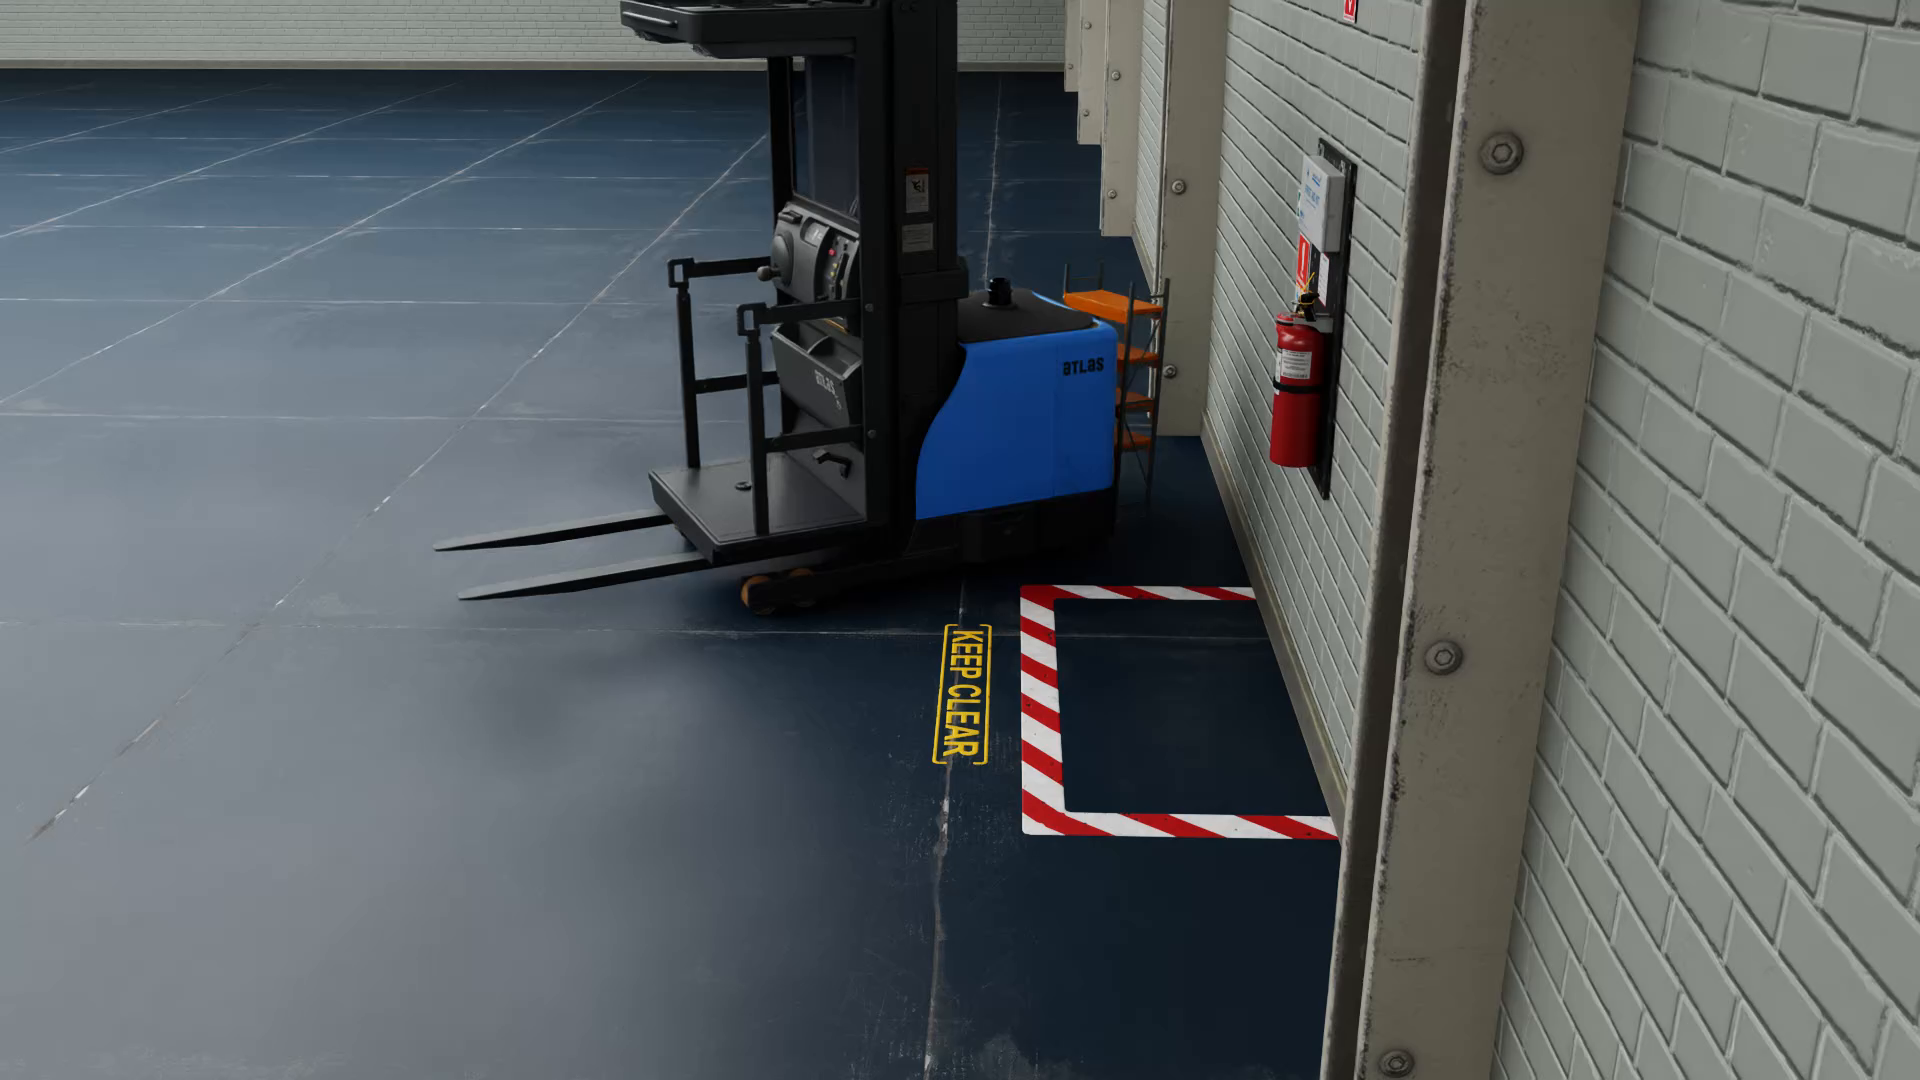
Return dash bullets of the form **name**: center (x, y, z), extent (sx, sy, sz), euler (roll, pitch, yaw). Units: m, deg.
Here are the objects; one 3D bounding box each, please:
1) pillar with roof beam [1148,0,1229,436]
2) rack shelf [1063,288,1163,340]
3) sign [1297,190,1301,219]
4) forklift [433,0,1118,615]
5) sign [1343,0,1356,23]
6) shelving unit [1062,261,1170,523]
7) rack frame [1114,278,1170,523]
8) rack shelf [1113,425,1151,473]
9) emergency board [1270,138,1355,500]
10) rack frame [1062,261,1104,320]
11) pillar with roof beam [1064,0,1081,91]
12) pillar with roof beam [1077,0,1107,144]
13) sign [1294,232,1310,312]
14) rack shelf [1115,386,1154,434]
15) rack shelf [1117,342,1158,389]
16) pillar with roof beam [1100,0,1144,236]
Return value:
- **pillar with roof beam**: center (-3.031, -4.916, 8.259), extent (9.100, 9.000, 0.400), euler (1, 21, 2)
- **rack shelf**: center (0.750, -1.108, 8.120), extent (0.258, 0.148, 0.480), euler (-11, 23, -34)
- **sign**: center (1.313, -1.256, 6.338), extent (0.001, 0.109, 0.331), euler (1, 21, 2)
- **forklift**: center (-0.820, -1.261, 7.226), extent (3.031, 2.935, 1.130), euler (-10, 23, -24)
- **sign**: center (1.302, -1.878, 5.518), extent (0.001, 0.298, 0.199), euler (1, 21, 2)
- **shelving unit**: center (0.731, -0.737, 8.250), extent (0.258, 1.200, 0.503), euler (-11, 23, -34)
- **rack frame**: center (0.873, -0.665, 8.064), extent (0.240, 1.200, 0.015), euler (-11, 23, -34)
- **rack shelf**: center (0.719, -0.486, 8.337), extent (0.258, 0.148, 0.480), euler (-11, 23, -34)
- **emergency board**: center (1.203, -0.795, 5.932), extent (0.194, 1.169, 0.643), euler (1, 21, 2)
- **rack frame**: center (0.590, -0.809, 8.435), extent (0.240, 1.200, 0.015), euler (-11, 23, -34)
- **pillar with roof beam**: center (-2.484, -11.424, 25.032), extent (9.100, 9.000, 0.400), euler (1, 21, 2)
- **pillar with roof beam**: center (-2.666, -9.255, 19.441), extent (9.100, 9.000, 0.400), euler (1, 21, 2)
- **sign**: center (1.323, -1.011, 6.438), extent (0.001, 0.329, 0.234), euler (1, 21, 2)
- **rack shelf**: center (0.728, -0.674, 8.272), extent (0.258, 0.148, 0.480), euler (-11, 23, -34)
- **rack shelf**: center (0.739, -0.885, 8.198), extent (0.258, 0.148, 0.480), euler (-11, 23, -34)
- **pillar with roof beam**: center (-2.849, -7.085, 13.850), extent (9.100, 9.000, 0.400), euler (1, 21, 2)
